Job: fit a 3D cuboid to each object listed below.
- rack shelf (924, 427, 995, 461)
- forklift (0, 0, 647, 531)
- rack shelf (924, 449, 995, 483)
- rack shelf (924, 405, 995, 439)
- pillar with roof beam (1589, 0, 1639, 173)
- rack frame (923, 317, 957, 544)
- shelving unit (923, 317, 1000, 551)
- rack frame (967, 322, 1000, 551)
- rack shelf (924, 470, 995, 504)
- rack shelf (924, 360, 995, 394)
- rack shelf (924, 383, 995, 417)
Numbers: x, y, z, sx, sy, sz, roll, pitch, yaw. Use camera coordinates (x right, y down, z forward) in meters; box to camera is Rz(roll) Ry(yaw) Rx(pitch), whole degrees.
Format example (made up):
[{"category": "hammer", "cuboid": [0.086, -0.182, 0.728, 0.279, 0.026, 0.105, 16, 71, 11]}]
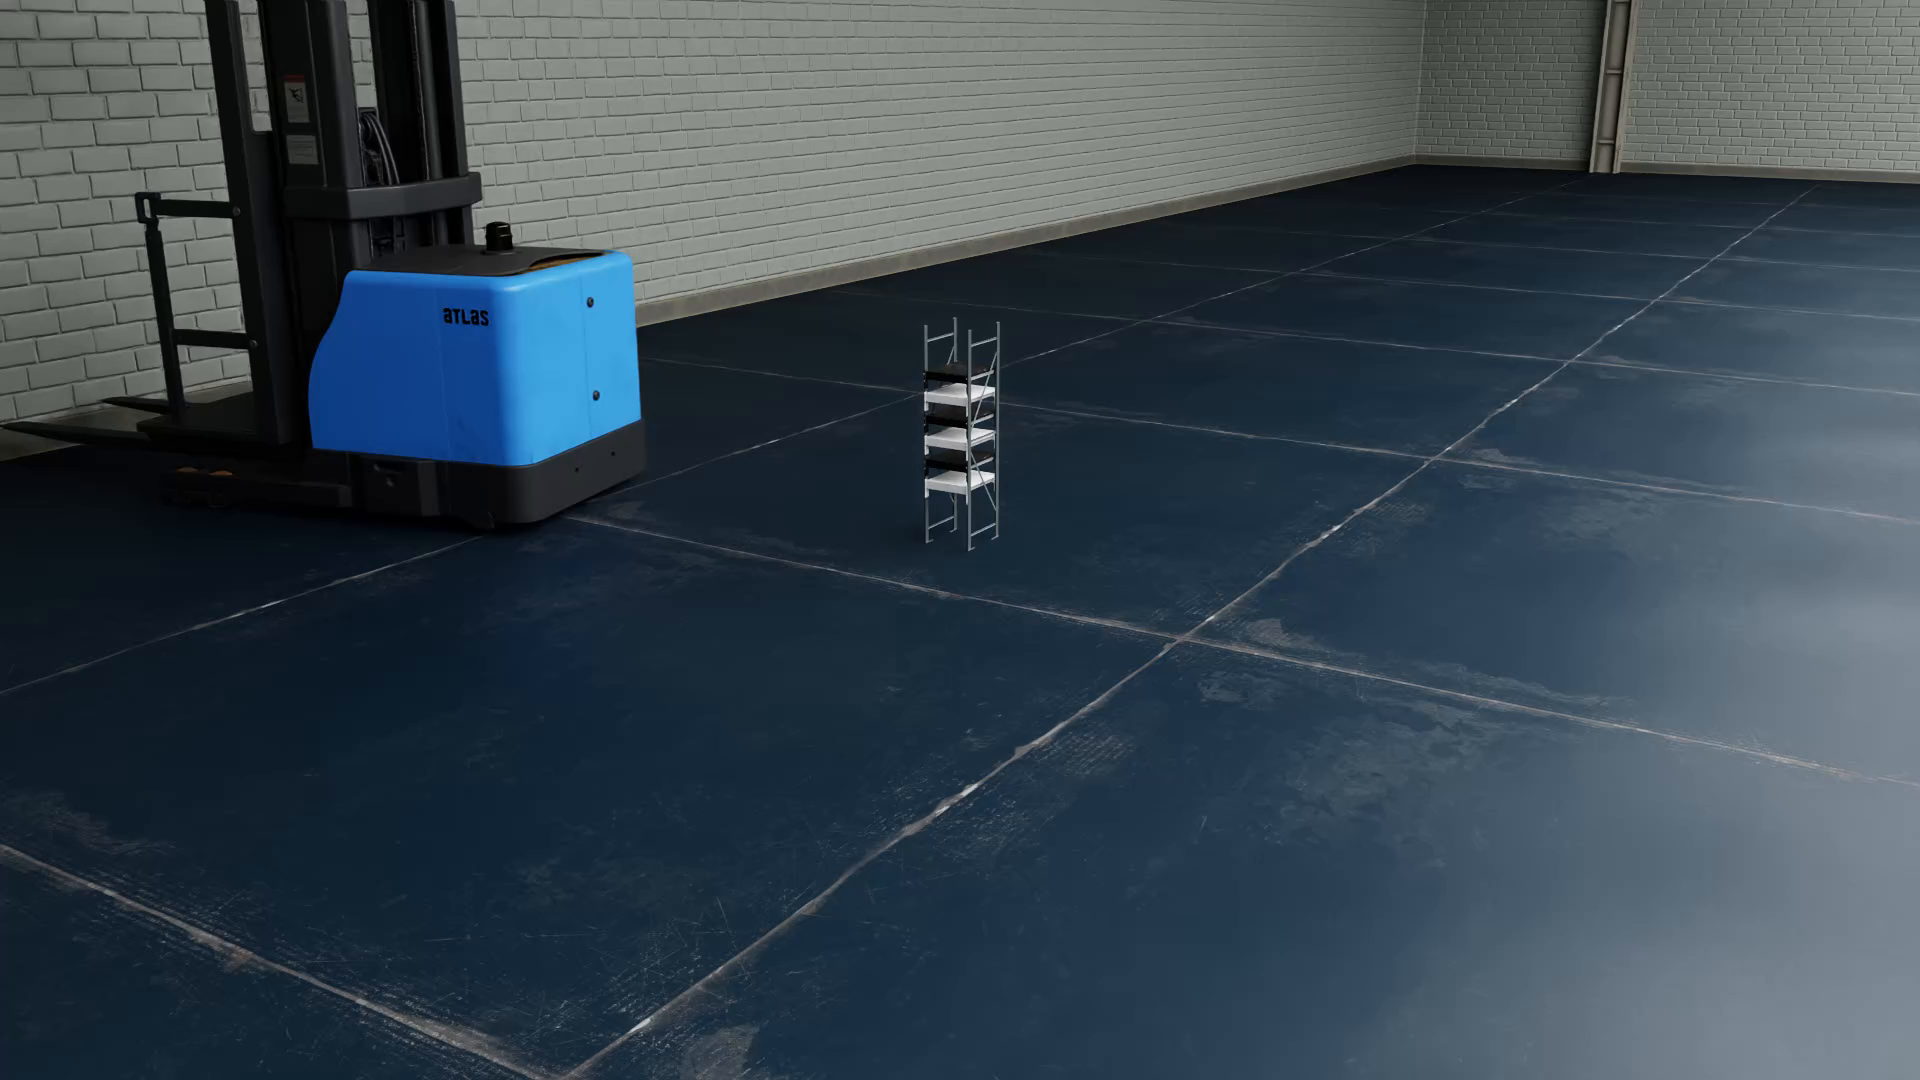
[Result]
[{"category": "rack shelf", "cuboid": [0.007, -0.397, 6.756, 0.200, 0.077, 0.258, 10, 20, 30]}, {"category": "forklift", "cuboid": [-3.025, -1.680, 7.368, 3.031, 2.935, 1.130, 6, 18, 18]}, {"category": "rack shelf", "cuboid": [0.007, -0.311, 6.782, 0.200, 0.077, 0.258, 10, 20, 30]}, {"category": "rack shelf", "cuboid": [0.007, -0.484, 6.730, 0.200, 0.077, 0.258, 10, 20, 30]}, {"category": "pillar with roof beam", "cuboid": [7.568, -8.847, 20.524, 0.400, 9.000, 9.100, 10, 20, 30]}, {"category": "rack frame", "cuboid": [-0.080, -0.445, 6.797, 0.006, 0.900, 0.240, 10, 20, 30]}, {"category": "shelving unit", "cuboid": [0.007, -0.429, 6.746, 0.210, 0.900, 0.258, 10, 20, 30]}, {"category": "rack frame", "cuboid": [0.094, -0.414, 6.695, 0.006, 0.900, 0.240, 10, 20, 30]}, {"category": "rack shelf", "cuboid": [0.007, -0.225, 6.808, 0.200, 0.077, 0.258, 10, 20, 30]}, {"category": "rack shelf", "cuboid": [0.007, -0.656, 6.678, 0.200, 0.077, 0.258, 10, 20, 30]}, {"category": "rack shelf", "cuboid": [0.007, -0.570, 6.704, 0.200, 0.077, 0.258, 10, 20, 30]}]
